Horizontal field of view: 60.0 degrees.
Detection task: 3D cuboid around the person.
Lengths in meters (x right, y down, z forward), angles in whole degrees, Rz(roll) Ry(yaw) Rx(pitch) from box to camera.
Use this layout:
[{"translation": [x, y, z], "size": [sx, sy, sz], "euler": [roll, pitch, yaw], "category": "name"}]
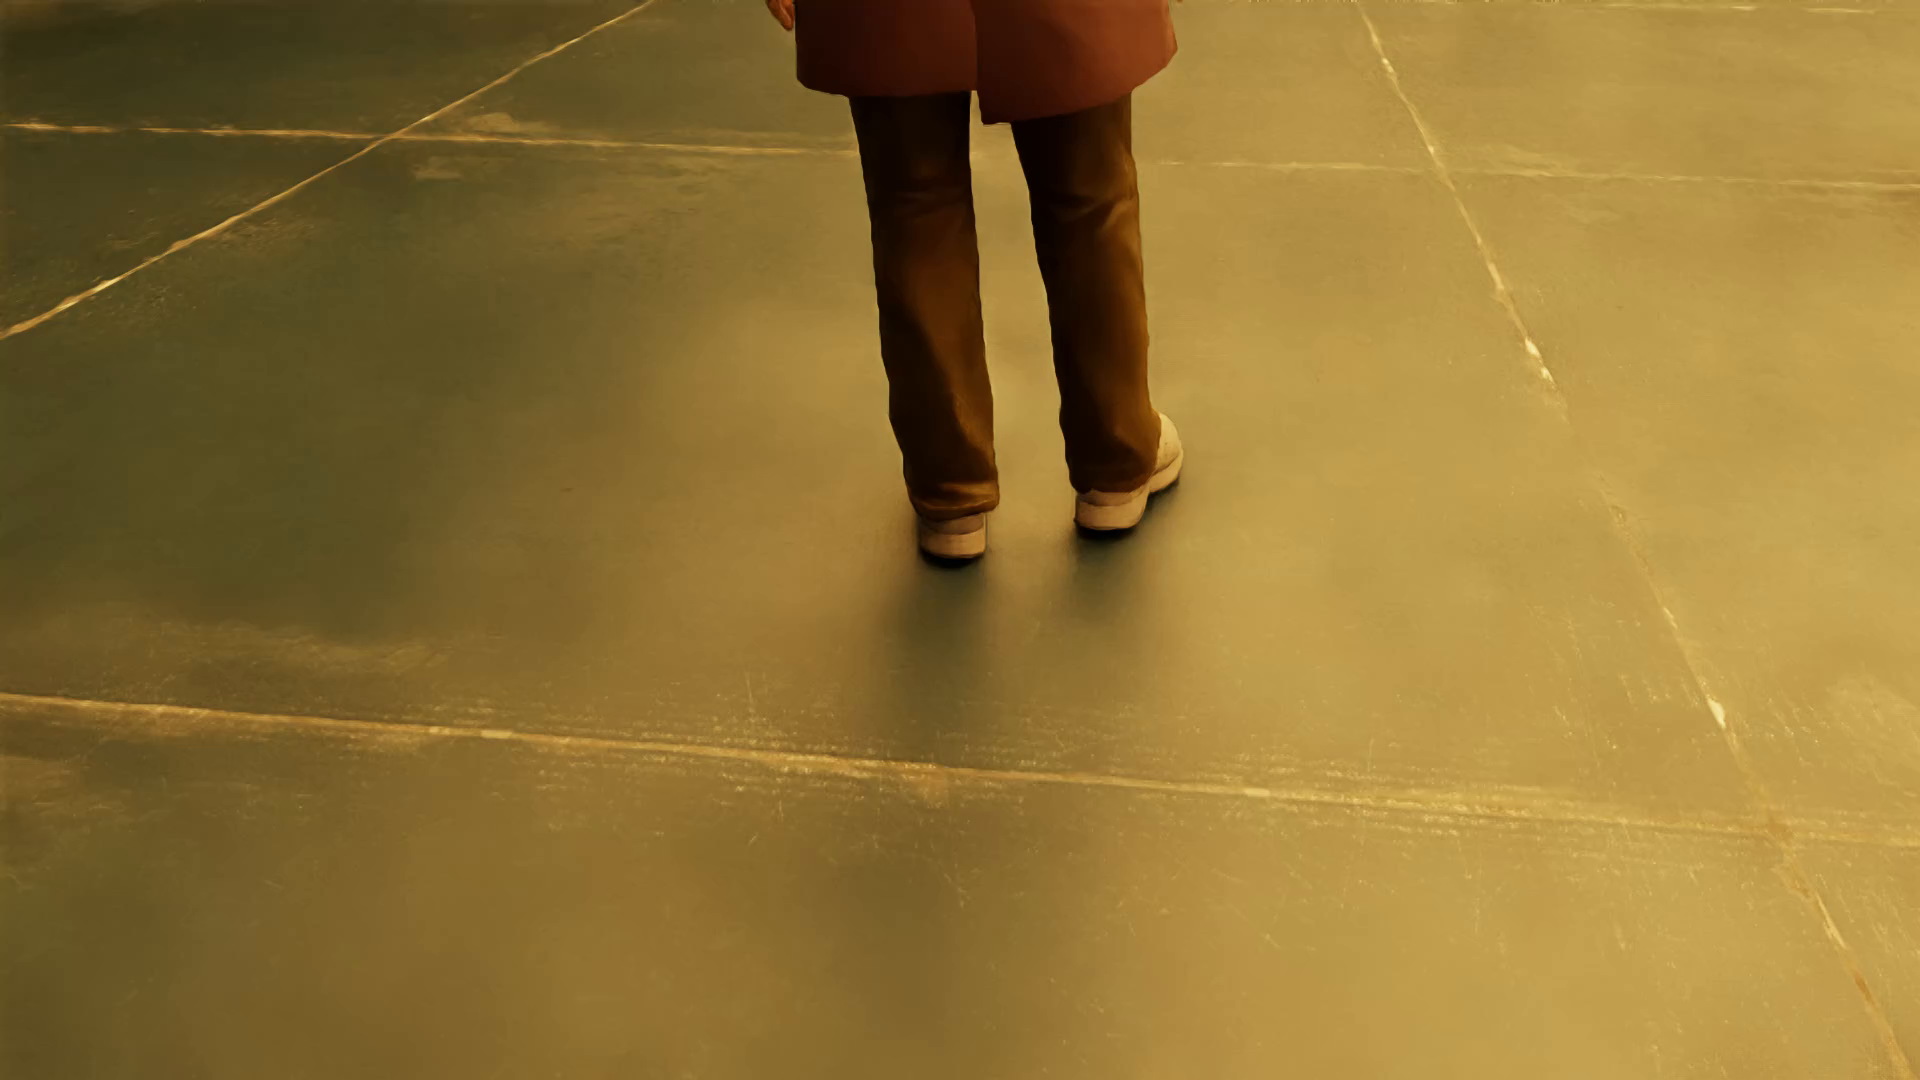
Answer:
[{"translation": [0.017, -0.842, 2.180], "size": [0.694, 1.776, 0.580], "euler": [3, 27, 7], "category": "person"}]
